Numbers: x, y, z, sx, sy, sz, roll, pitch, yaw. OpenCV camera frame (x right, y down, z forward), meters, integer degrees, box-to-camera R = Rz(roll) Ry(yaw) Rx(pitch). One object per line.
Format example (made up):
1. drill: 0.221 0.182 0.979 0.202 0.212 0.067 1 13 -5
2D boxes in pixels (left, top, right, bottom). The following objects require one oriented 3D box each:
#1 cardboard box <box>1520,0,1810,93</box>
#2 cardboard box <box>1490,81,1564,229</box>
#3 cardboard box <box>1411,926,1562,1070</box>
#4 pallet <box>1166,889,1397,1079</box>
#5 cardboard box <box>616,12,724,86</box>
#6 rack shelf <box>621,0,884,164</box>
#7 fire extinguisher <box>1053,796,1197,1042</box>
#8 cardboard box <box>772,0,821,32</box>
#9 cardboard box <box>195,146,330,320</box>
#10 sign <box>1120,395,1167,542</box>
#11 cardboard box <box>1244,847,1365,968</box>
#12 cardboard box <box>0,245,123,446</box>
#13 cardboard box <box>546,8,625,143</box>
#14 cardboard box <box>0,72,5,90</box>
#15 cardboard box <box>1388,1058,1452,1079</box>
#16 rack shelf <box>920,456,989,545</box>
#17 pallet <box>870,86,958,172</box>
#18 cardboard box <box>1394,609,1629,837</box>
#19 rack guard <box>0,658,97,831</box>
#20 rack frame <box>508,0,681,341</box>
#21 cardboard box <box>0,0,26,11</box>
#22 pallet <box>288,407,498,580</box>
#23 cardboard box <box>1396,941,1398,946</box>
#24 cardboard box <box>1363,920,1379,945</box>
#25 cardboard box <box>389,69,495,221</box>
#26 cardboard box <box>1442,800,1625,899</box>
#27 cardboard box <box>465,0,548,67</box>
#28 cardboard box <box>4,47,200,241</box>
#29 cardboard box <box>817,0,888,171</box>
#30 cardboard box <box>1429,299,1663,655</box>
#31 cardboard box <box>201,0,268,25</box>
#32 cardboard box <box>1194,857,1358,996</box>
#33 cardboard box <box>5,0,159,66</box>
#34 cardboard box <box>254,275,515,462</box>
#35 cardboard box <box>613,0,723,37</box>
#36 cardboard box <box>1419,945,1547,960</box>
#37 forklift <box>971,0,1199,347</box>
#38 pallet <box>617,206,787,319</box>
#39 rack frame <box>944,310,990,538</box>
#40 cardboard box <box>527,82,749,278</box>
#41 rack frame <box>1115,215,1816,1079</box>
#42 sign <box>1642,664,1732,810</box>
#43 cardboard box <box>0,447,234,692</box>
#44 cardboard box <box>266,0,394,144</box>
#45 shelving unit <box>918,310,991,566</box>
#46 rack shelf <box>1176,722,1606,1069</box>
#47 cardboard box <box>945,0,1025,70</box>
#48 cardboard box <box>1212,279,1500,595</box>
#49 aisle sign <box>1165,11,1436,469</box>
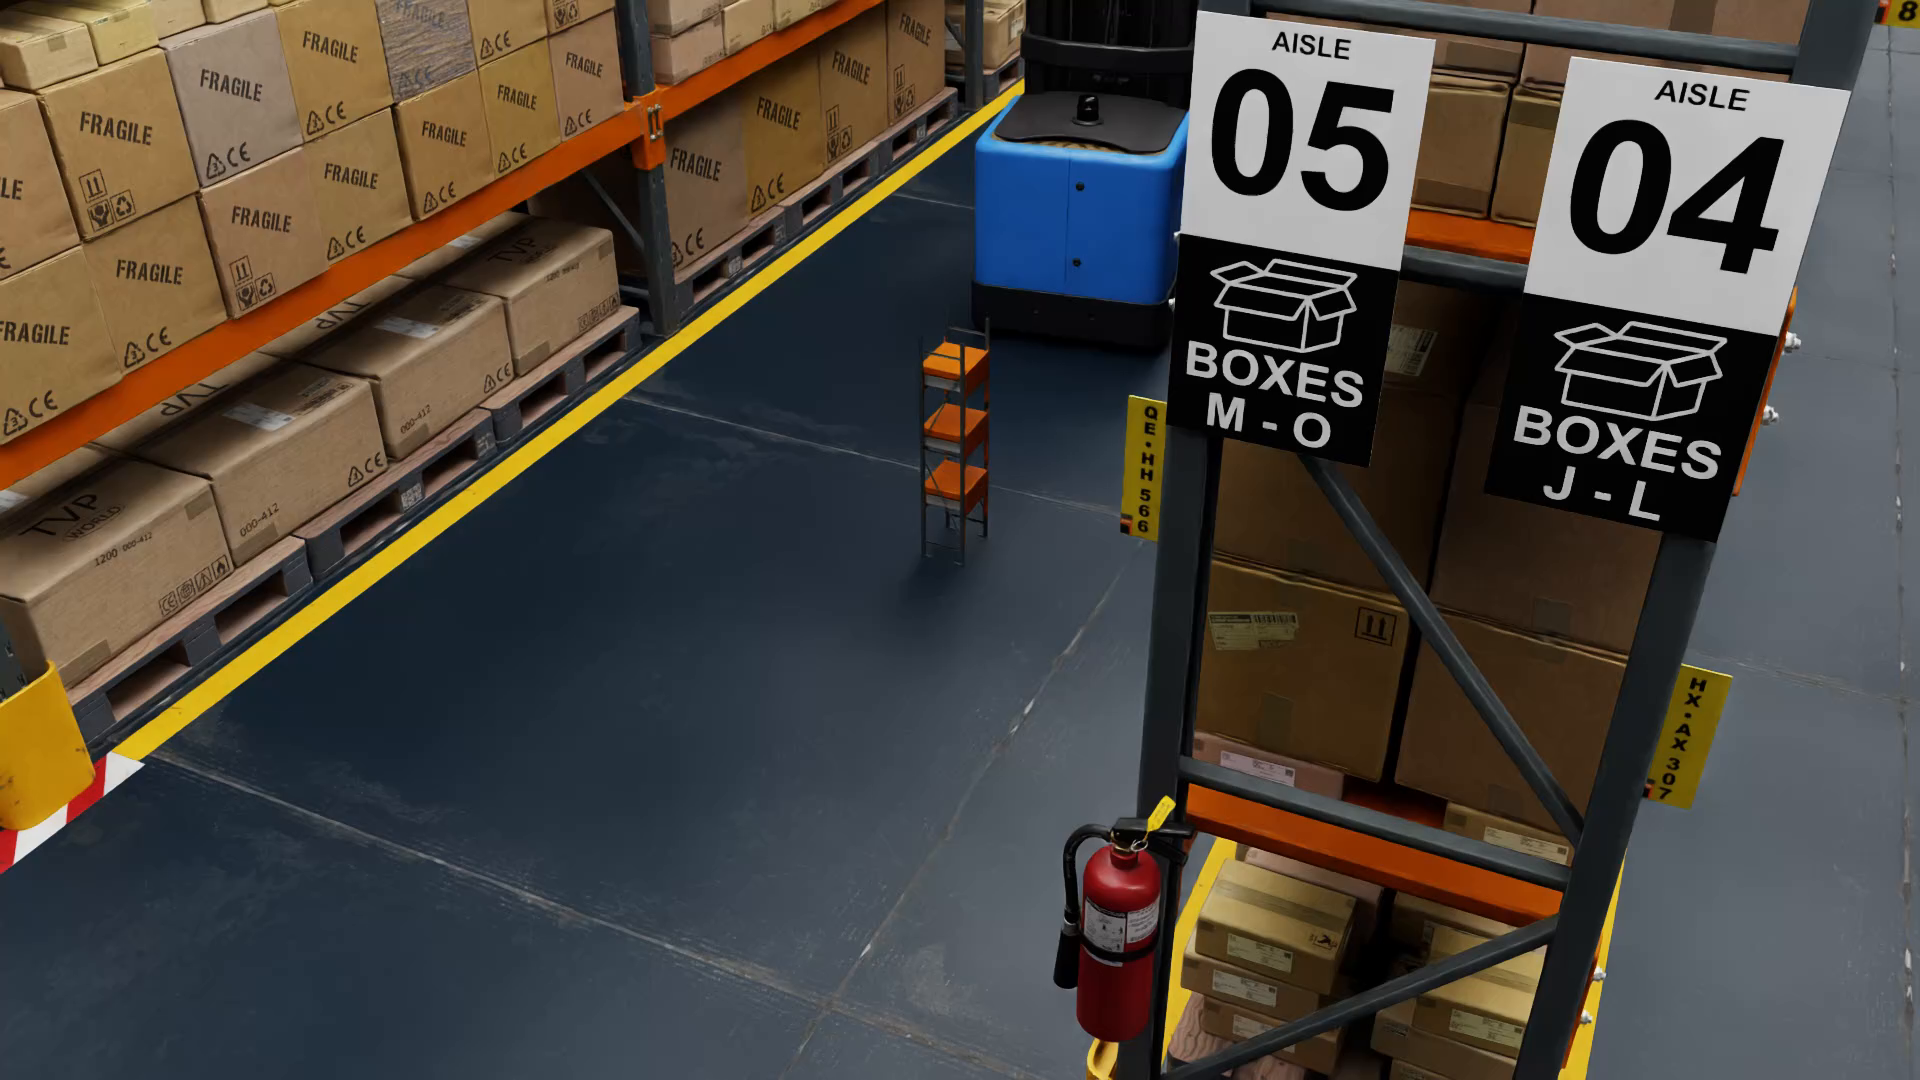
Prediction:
1. cardboard box: 1.301 -0.952 2.912 0.500 0.250 0.500 15 36 21
2. cardboard box: 1.298 -0.744 3.050 0.500 0.250 0.500 15 36 22
3. cardboard box: 1.405 1.197 4.363 0.380 0.149 0.250 13 35 18
4. pallet: 1.281 1.344 5.007 1.003 0.211 1.213 14 36 20
5. cardboard box: -1.563 -2.561 8.556 0.500 0.250 0.500 13 36 19
6. rack shelf: -1.150 -3.160 9.990 1.077 0.370 4.000 14 36 20
7. fire extinguisher: 0.353 0.821 3.674 0.296 0.674 0.183 14 36 20
8. cardboard box: -1.119 -3.070 9.334 0.500 0.250 0.500 14 36 20
9. cardboard box: -2.784 -1.195 6.246 0.500 0.500 0.500 14 36 20
10. sign: 0.382 -0.141 3.385 0.100 0.325 0.005 14 36 20
11. cardboard box: 0.997 1.059 4.846 0.380 0.149 0.250 13 36 19
12. cardboard box: -3.199 -0.688 5.472 0.500 0.500 0.500 14 36 20
13. cardboard box: -1.949 -2.217 7.804 0.500 0.500 0.500 15 36 21
14. cardboard box: -3.216 -1.464 5.152 0.380 0.149 0.250 15 36 22
15. cardboard box: 1.388 1.442 4.533 0.380 0.149 0.250 15 36 21
16. rack shelf: -0.022 -0.171 7.080 0.215 0.259 0.240 14 36 20
17. pallet: -0.712 -2.915 11.504 1.003 0.211 1.213 14 36 20
18. cardboard box: 1.316 0.286 3.715 0.500 0.500 0.500 16 36 23
19. rack guard: -3.671 0.585 5.902 1.175 0.500 0.348 14 36 20
20. rack frame: -1.987 -2.465 8.273 1.000 3.000 0.127 14 36 20
21. cardboard box: -3.434 -1.824 5.702 0.380 0.149 0.250 15 36 22
22. pallet: -2.885 -0.328 7.558 1.003 0.211 1.213 14 36 20
23. cardboard box: 1.520 1.167 4.951 0.380 0.149 0.250 15 36 21
24. cardboard box: 1.113 1.056 5.121 0.380 0.149 0.250 14 36 20
25. cardboard box: -2.356 -1.706 7.025 0.500 0.500 0.500 14 36 20
26. cardboard box: 1.311 0.632 3.780 0.380 0.149 0.250 14 36 20
27. cardboard box: -2.153 -2.375 7.134 0.500 0.500 0.500 14 36 20
28. cardboard box: -2.991 -1.365 5.593 0.500 0.500 0.500 13 35 19
29. cardboard box: -1.055 -2.976 10.607 0.875 0.875 0.875 15 36 21
30. cardboard box: 1.307 -0.134 3.445 0.500 0.500 0.500 14 36 20
31. cardboard box: -2.705 -1.960 5.909 0.380 0.149 0.250 15 36 21
32. cardboard box: 0.869 1.059 4.574 0.380 0.149 0.250 15 36 21
33. cardboard box: -2.909 -1.702 5.516 0.380 0.149 0.250 13 35 19
34. cardboard box: -2.721 -0.835 7.741 0.875 0.438 0.875 13 35 19
35. cardboard box: -1.547 -2.766 8.413 0.500 0.250 0.500 13 35 19
36. cardboard box: 1.496 1.179 4.661 0.380 0.149 0.250 14 36 20
37. forklift: 0.966 -3.031 9.200 1.130 2.935 3.031 9 34 14
38. pallet: -1.733 -1.700 9.650 1.003 0.211 1.213 14 36 20
39. rack frame: 0.029 -0.473 7.014 0.200 1.050 0.008 14 36 20
40. cardboard box: -1.800 -2.079 9.240 0.875 0.875 0.875 15 36 22
41. rack frame: 0.878 0.613 3.580 1.000 3.000 0.127 14 36 20
42. sign: 1.371 0.375 3.153 0.100 0.325 0.005 14 36 20
43. cardboard box: -3.475 0.072 6.359 0.875 0.438 0.875 13 35 19
44. cardboard box: -2.575 -1.872 6.366 0.500 0.500 0.500 14 36 21
45. shelving unit: -0.022 -0.412 6.921 0.215 1.050 0.252 14 36 20
46. rack shelf: 1.714 -0.083 5.296 1.077 0.370 4.000 14 36 20
47. cardboard box: -0.068 -3.813 12.343 0.950 0.372 0.625 12 35 17
48. cardboard box: 0.843 -0.257 3.632 0.500 0.500 0.500 13 36 20
49. aisle sign: 0.575 -0.507 2.917 0.394 0.787 0.004 14 36 20
